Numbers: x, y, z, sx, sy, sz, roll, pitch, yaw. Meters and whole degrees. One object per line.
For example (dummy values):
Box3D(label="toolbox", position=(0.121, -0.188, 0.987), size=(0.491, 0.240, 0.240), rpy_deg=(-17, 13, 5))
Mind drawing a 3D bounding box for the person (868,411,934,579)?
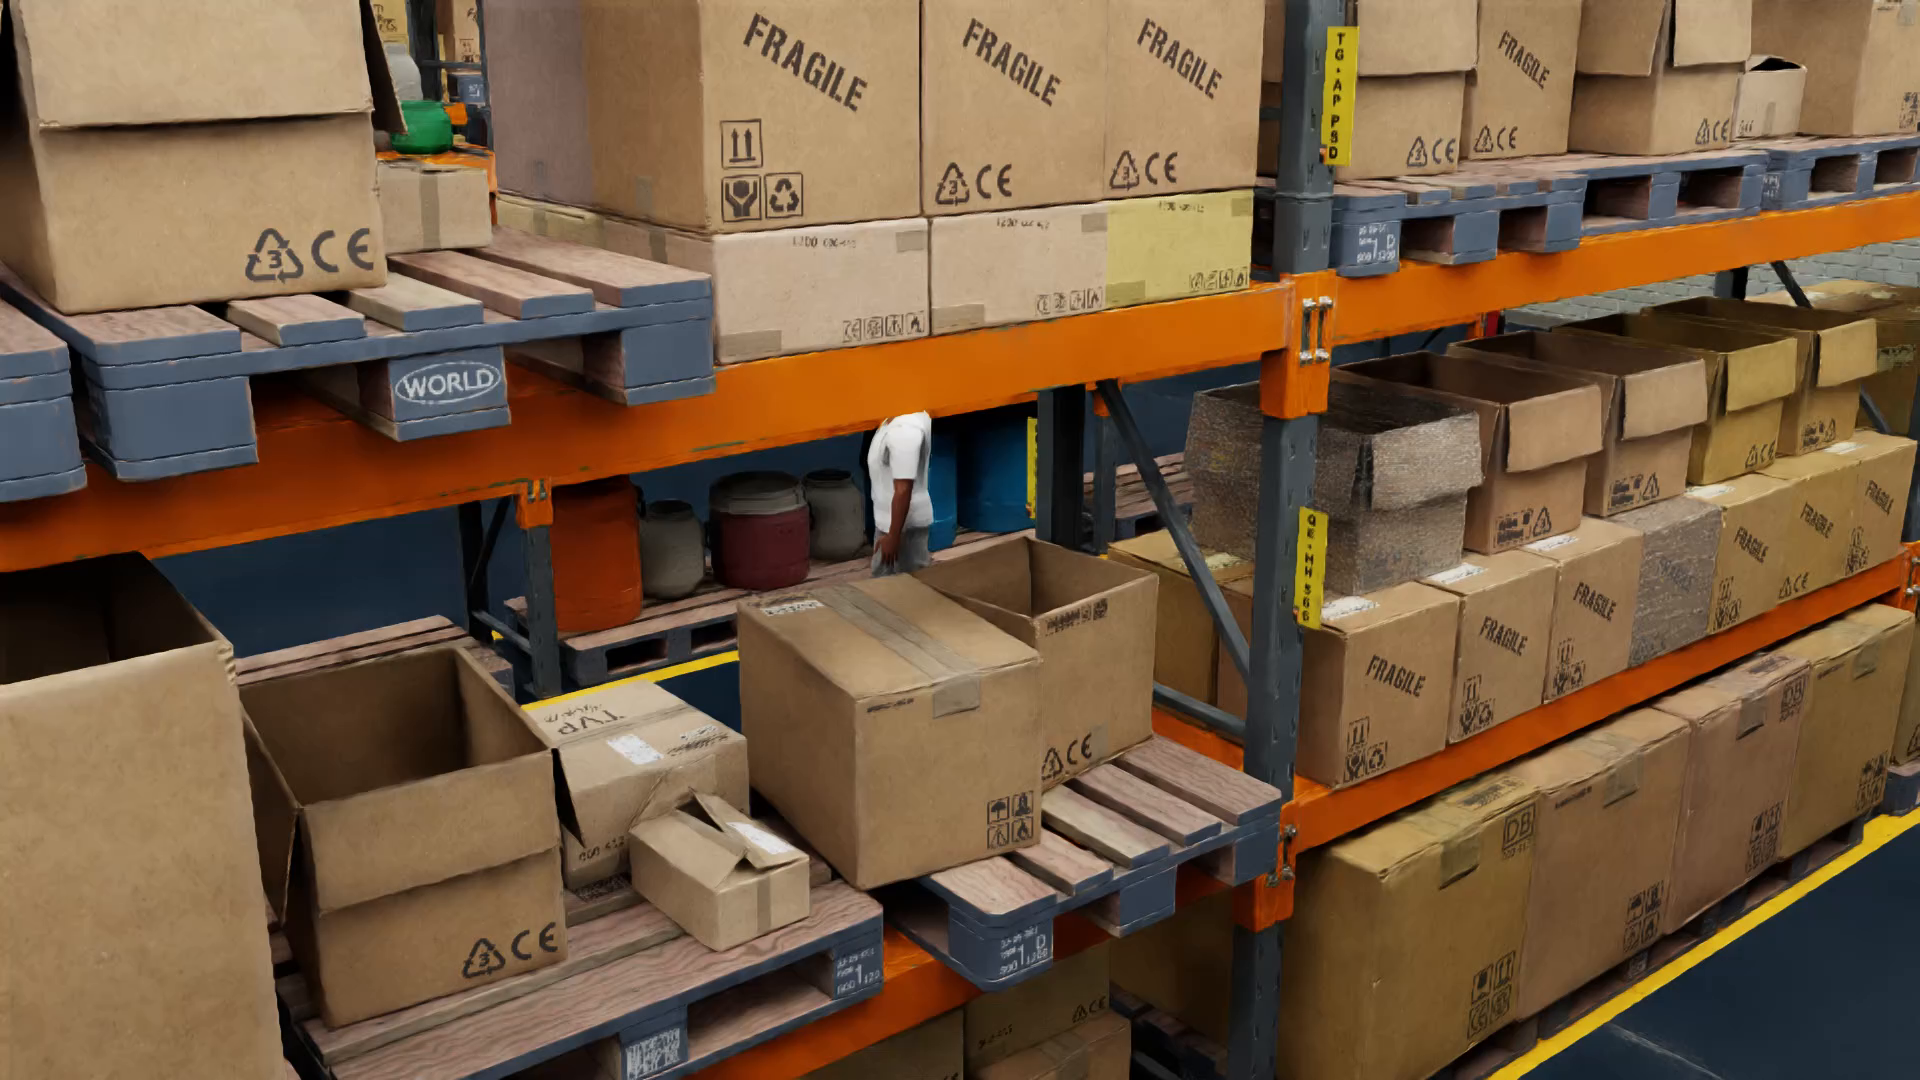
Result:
Box3D(label="person", position=(-0.345, -0.097, 8.796), size=(0.657, 1.767, 0.578), rpy_deg=(-2, 18, -5))
